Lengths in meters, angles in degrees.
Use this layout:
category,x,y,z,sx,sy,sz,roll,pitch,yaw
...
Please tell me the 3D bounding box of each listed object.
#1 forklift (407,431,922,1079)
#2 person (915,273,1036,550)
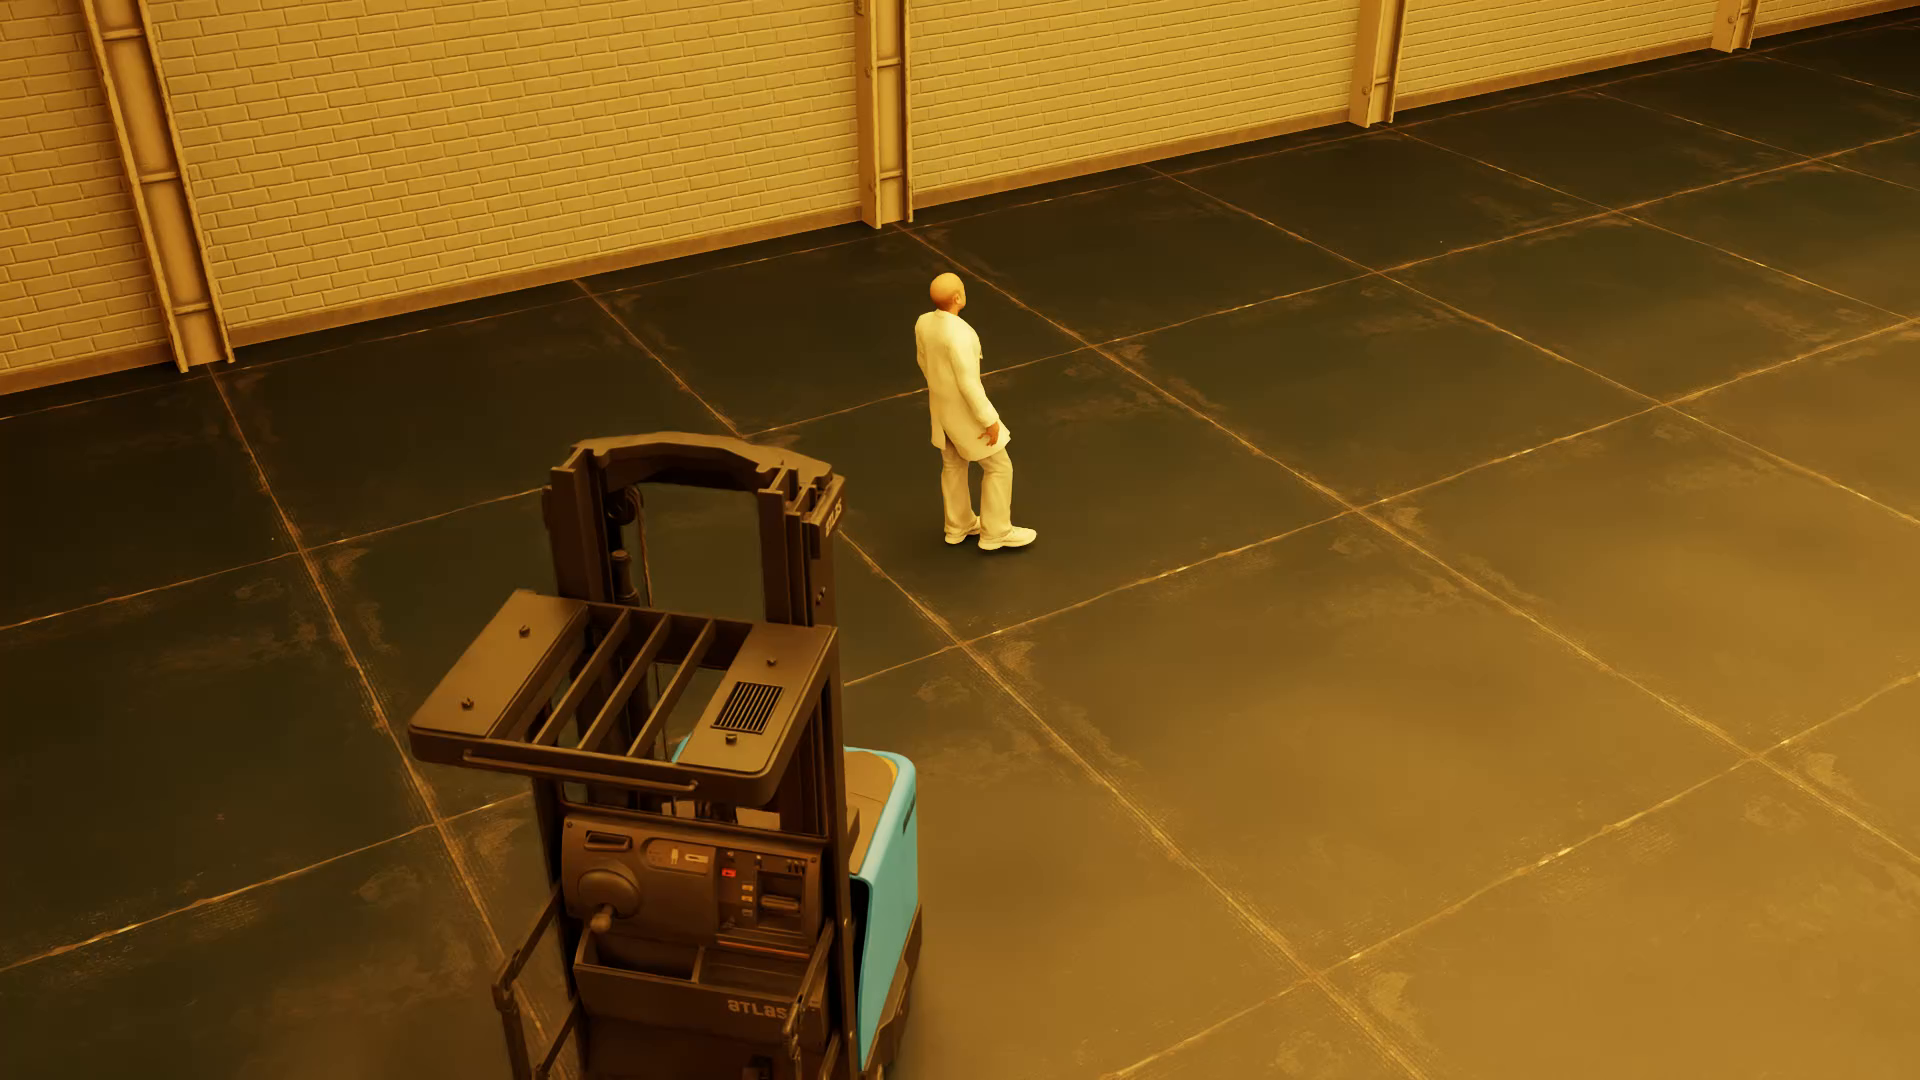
category,x,y,z,sx,sy,sz,roll,pitch,yaw
forklift,-0.973,1.247,5.564,1.130,2.935,3.031,6,31,10
person,0.081,-0.792,10.077,0.579,1.778,0.698,-17,35,-26
